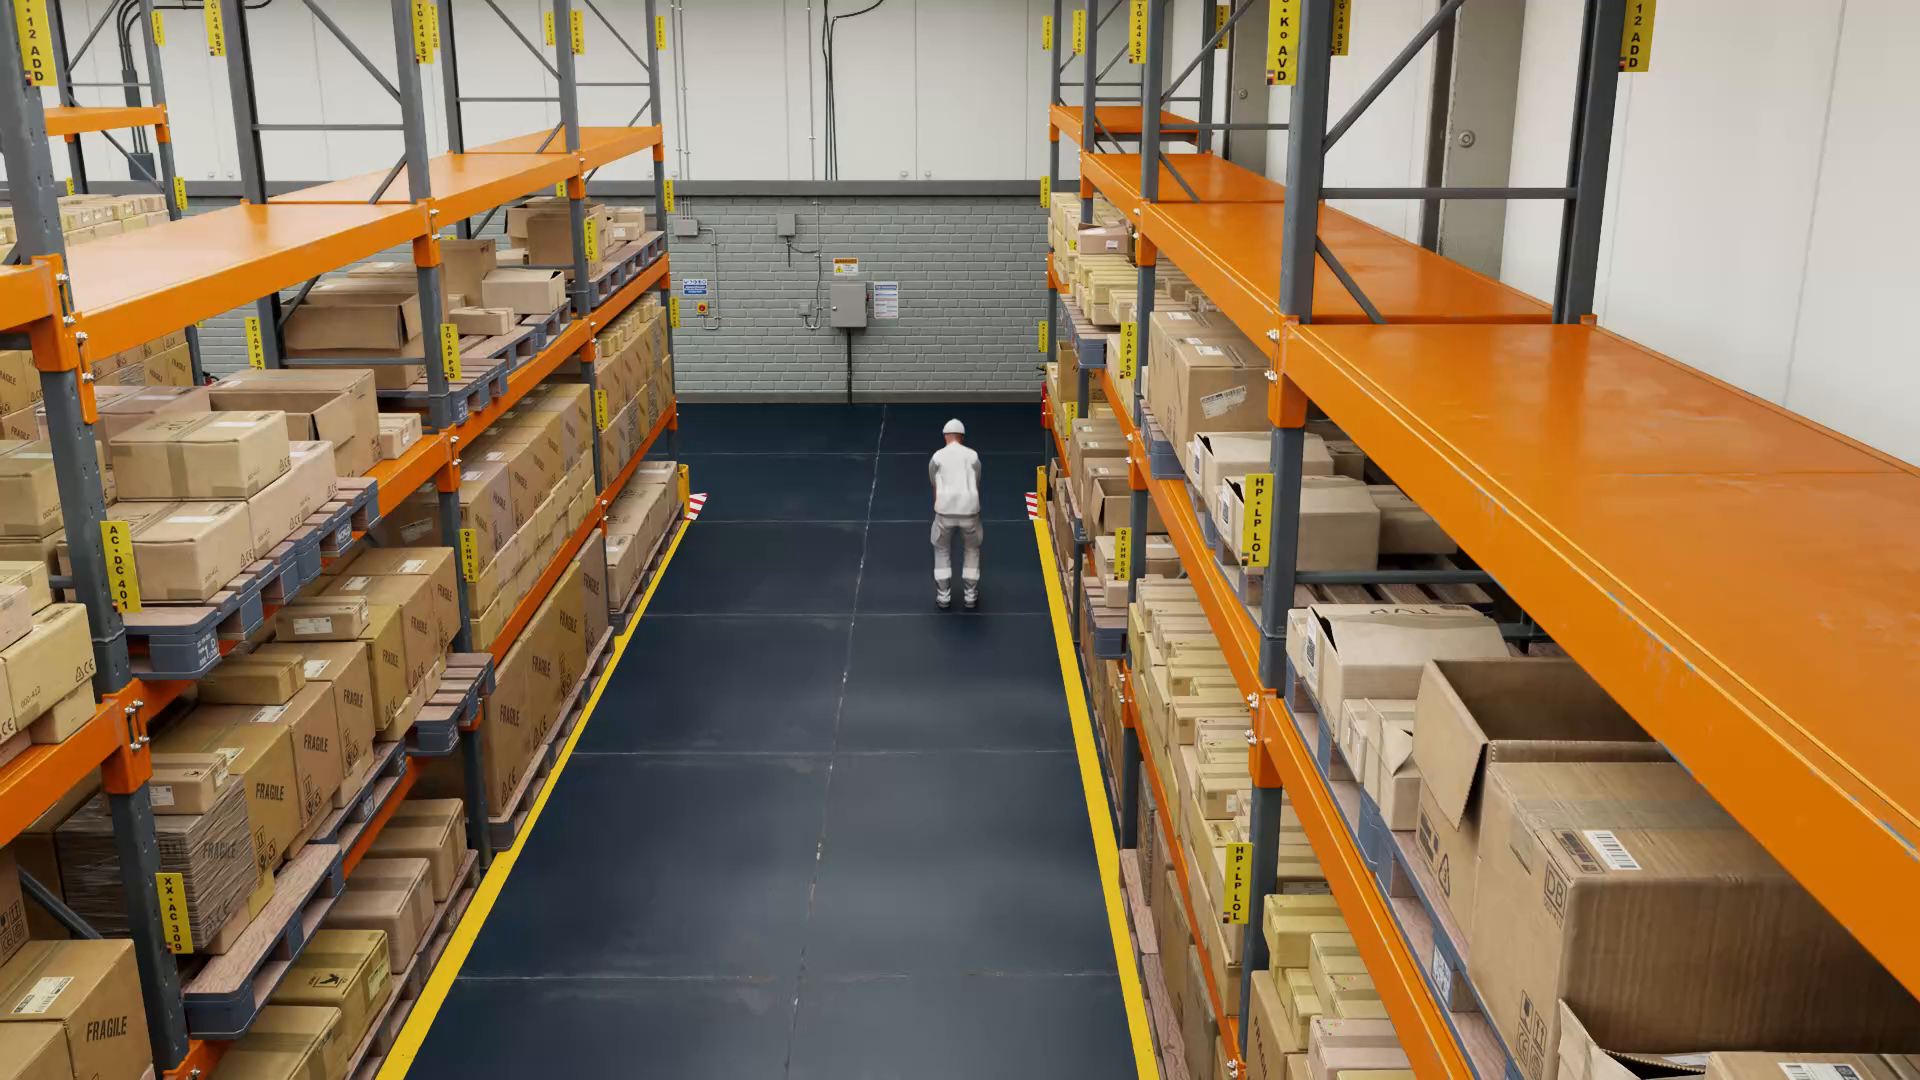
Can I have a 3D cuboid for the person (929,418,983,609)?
[{"bbox_3d":[-0.038,-0.247,15.109,0.488,1.669,0.690,-1,17,-2],"label":"person"}]
